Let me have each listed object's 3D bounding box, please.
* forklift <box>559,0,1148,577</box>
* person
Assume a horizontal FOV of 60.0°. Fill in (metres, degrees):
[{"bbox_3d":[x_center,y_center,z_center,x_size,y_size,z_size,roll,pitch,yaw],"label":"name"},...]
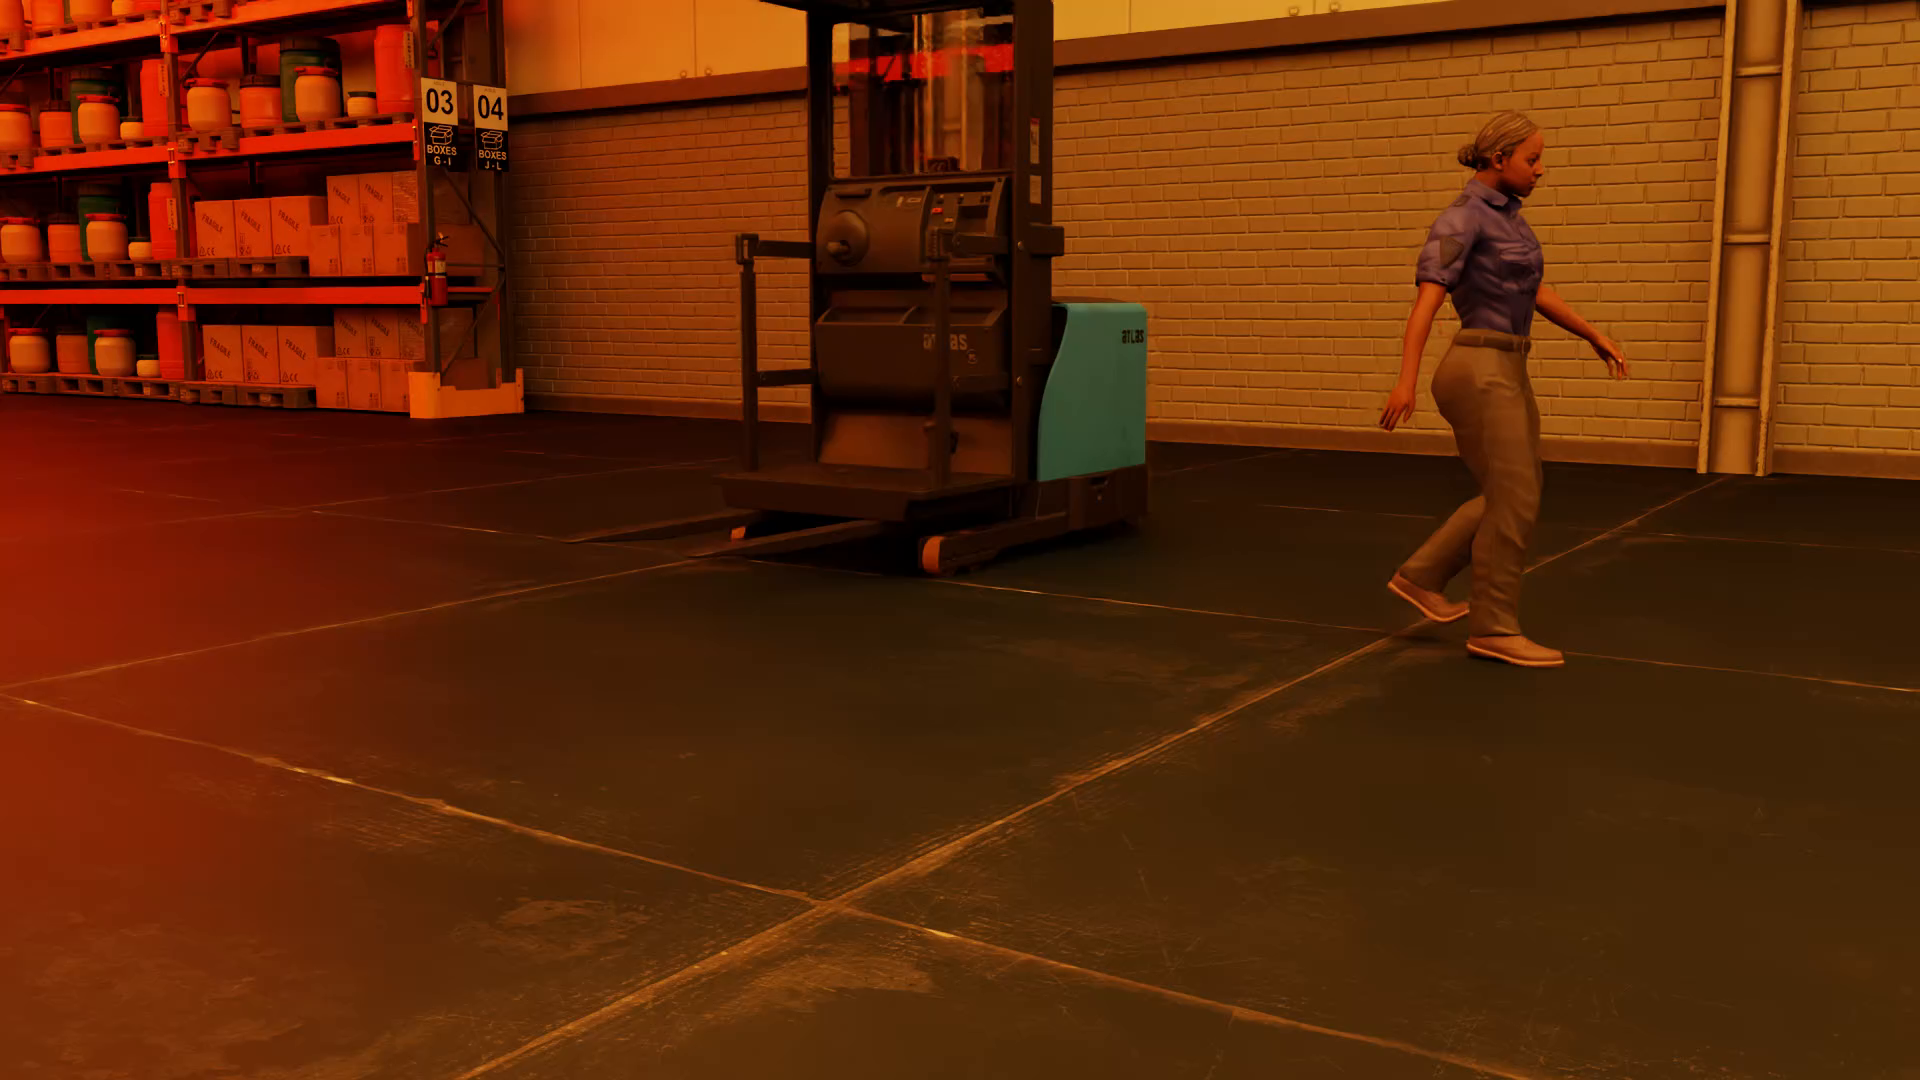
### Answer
[{"bbox_3d":[-0.333,-1.379,6.889,1.130,2.935,3.031,5,10,33],"label":"forklift"},{"bbox_3d":[1.605,-0.460,5.054,0.663,1.641,0.779,5,10,33],"label":"person"}]
